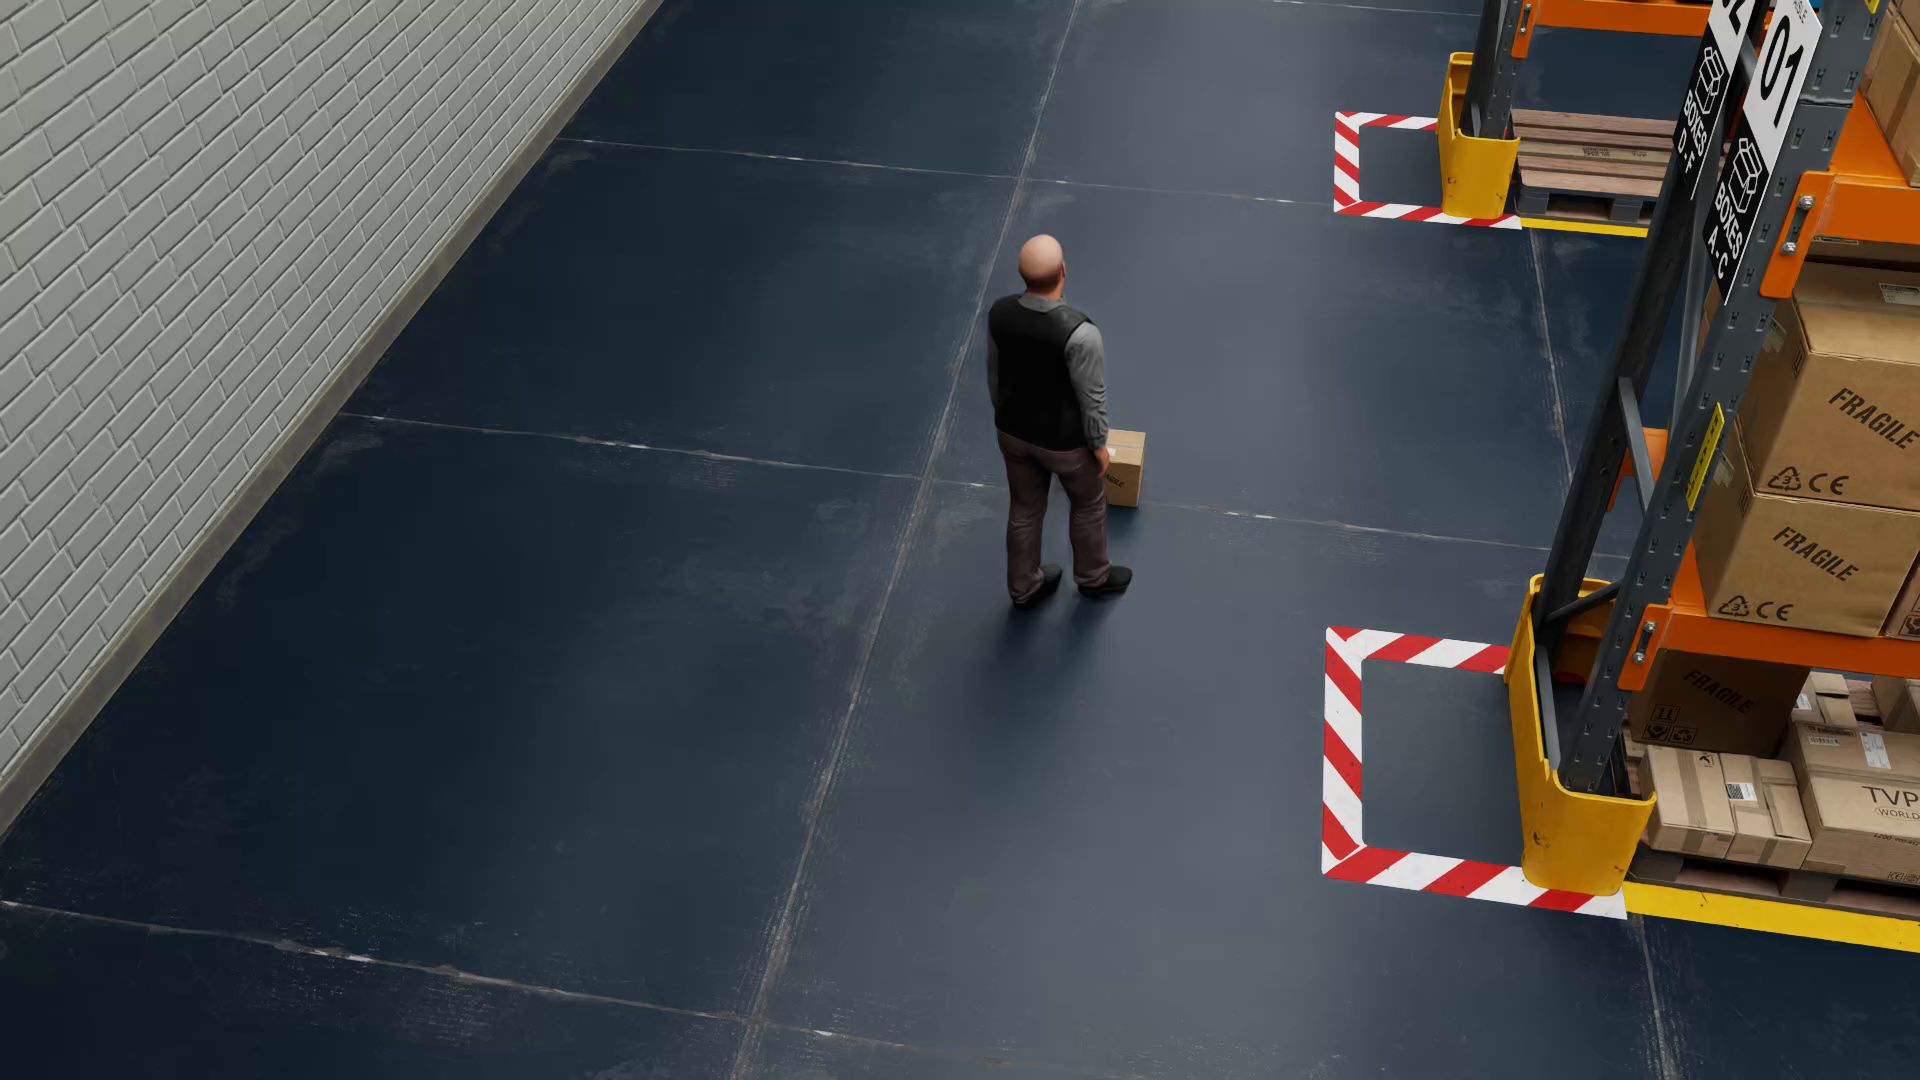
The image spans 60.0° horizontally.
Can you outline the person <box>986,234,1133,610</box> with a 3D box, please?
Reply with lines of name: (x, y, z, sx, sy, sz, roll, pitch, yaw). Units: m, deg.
person: (0.396, -0.463, 6.726, 0.582, 1.741, 0.526, 24, 46, 25)
